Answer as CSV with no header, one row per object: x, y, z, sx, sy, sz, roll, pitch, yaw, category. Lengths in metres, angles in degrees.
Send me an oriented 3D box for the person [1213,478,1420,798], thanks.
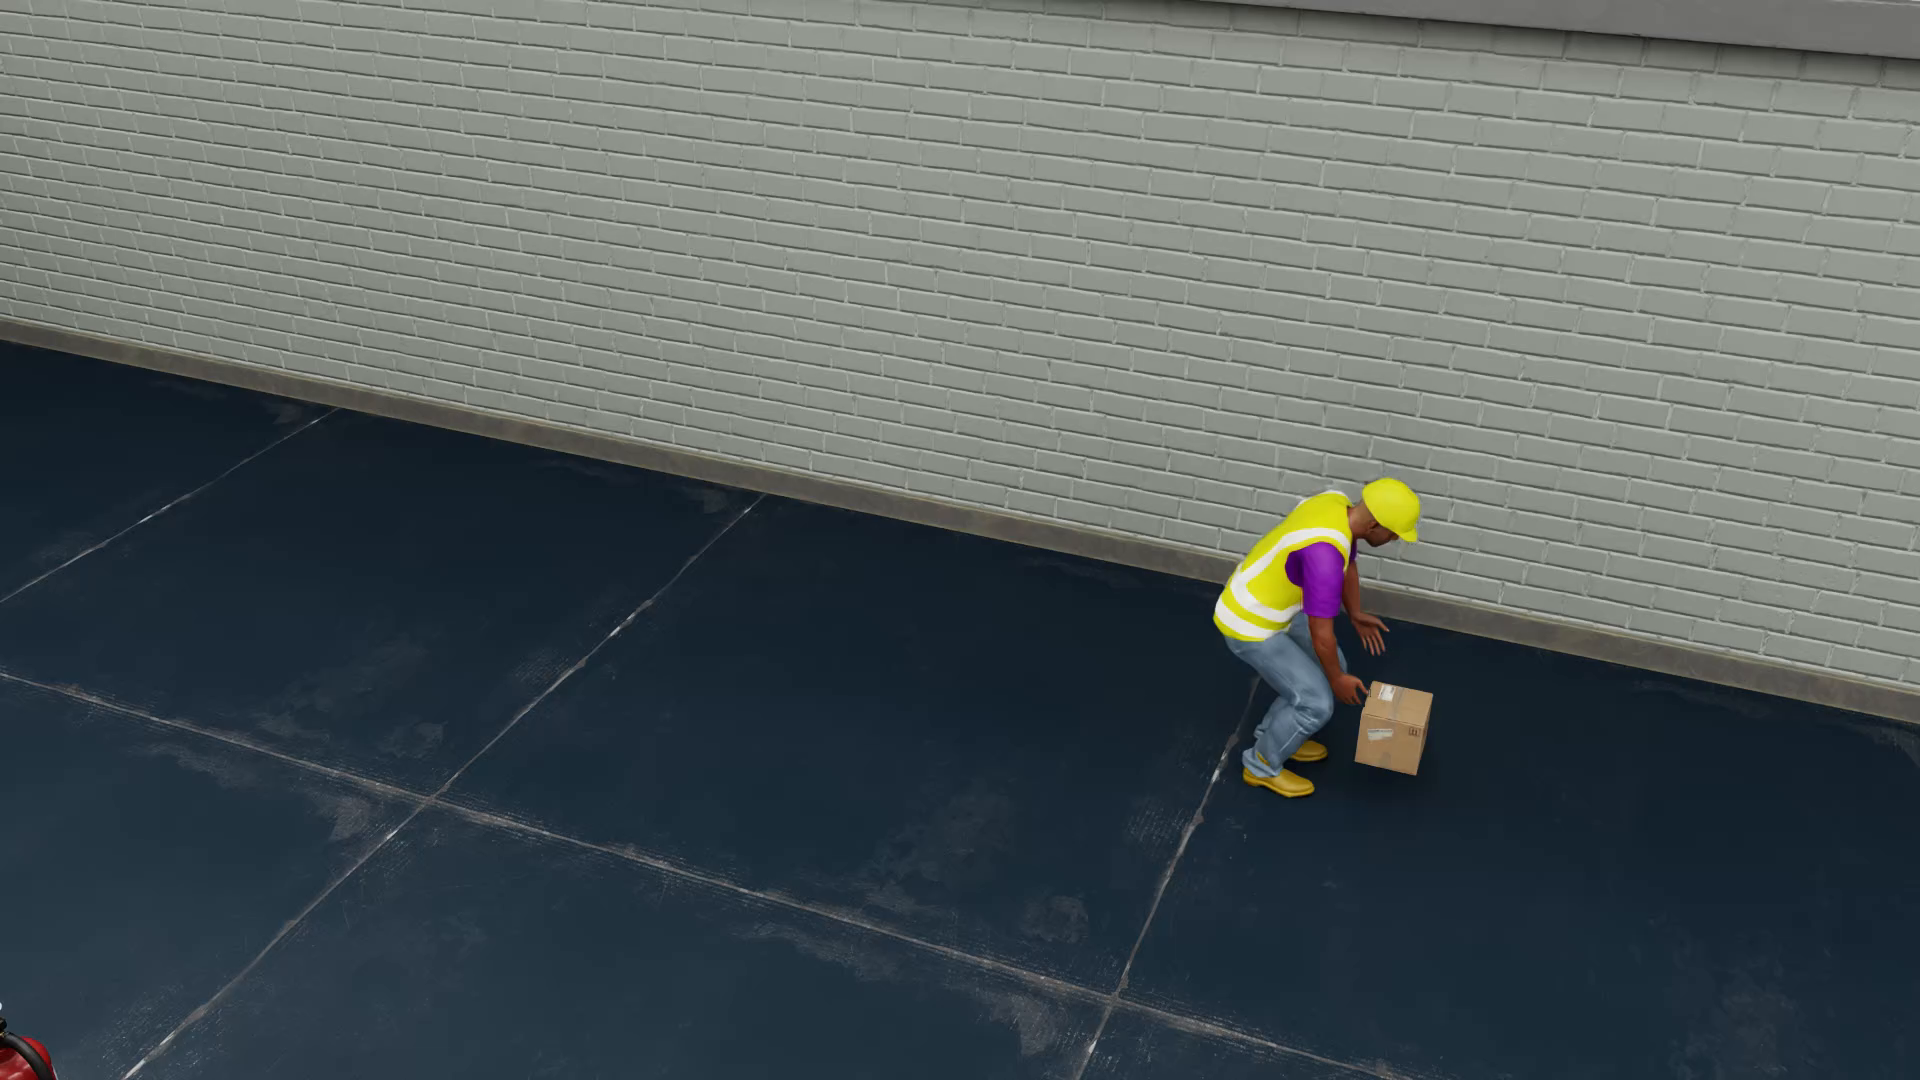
1.432,0.347,6.829,0.745,1.433,0.631,11,31,19,person
